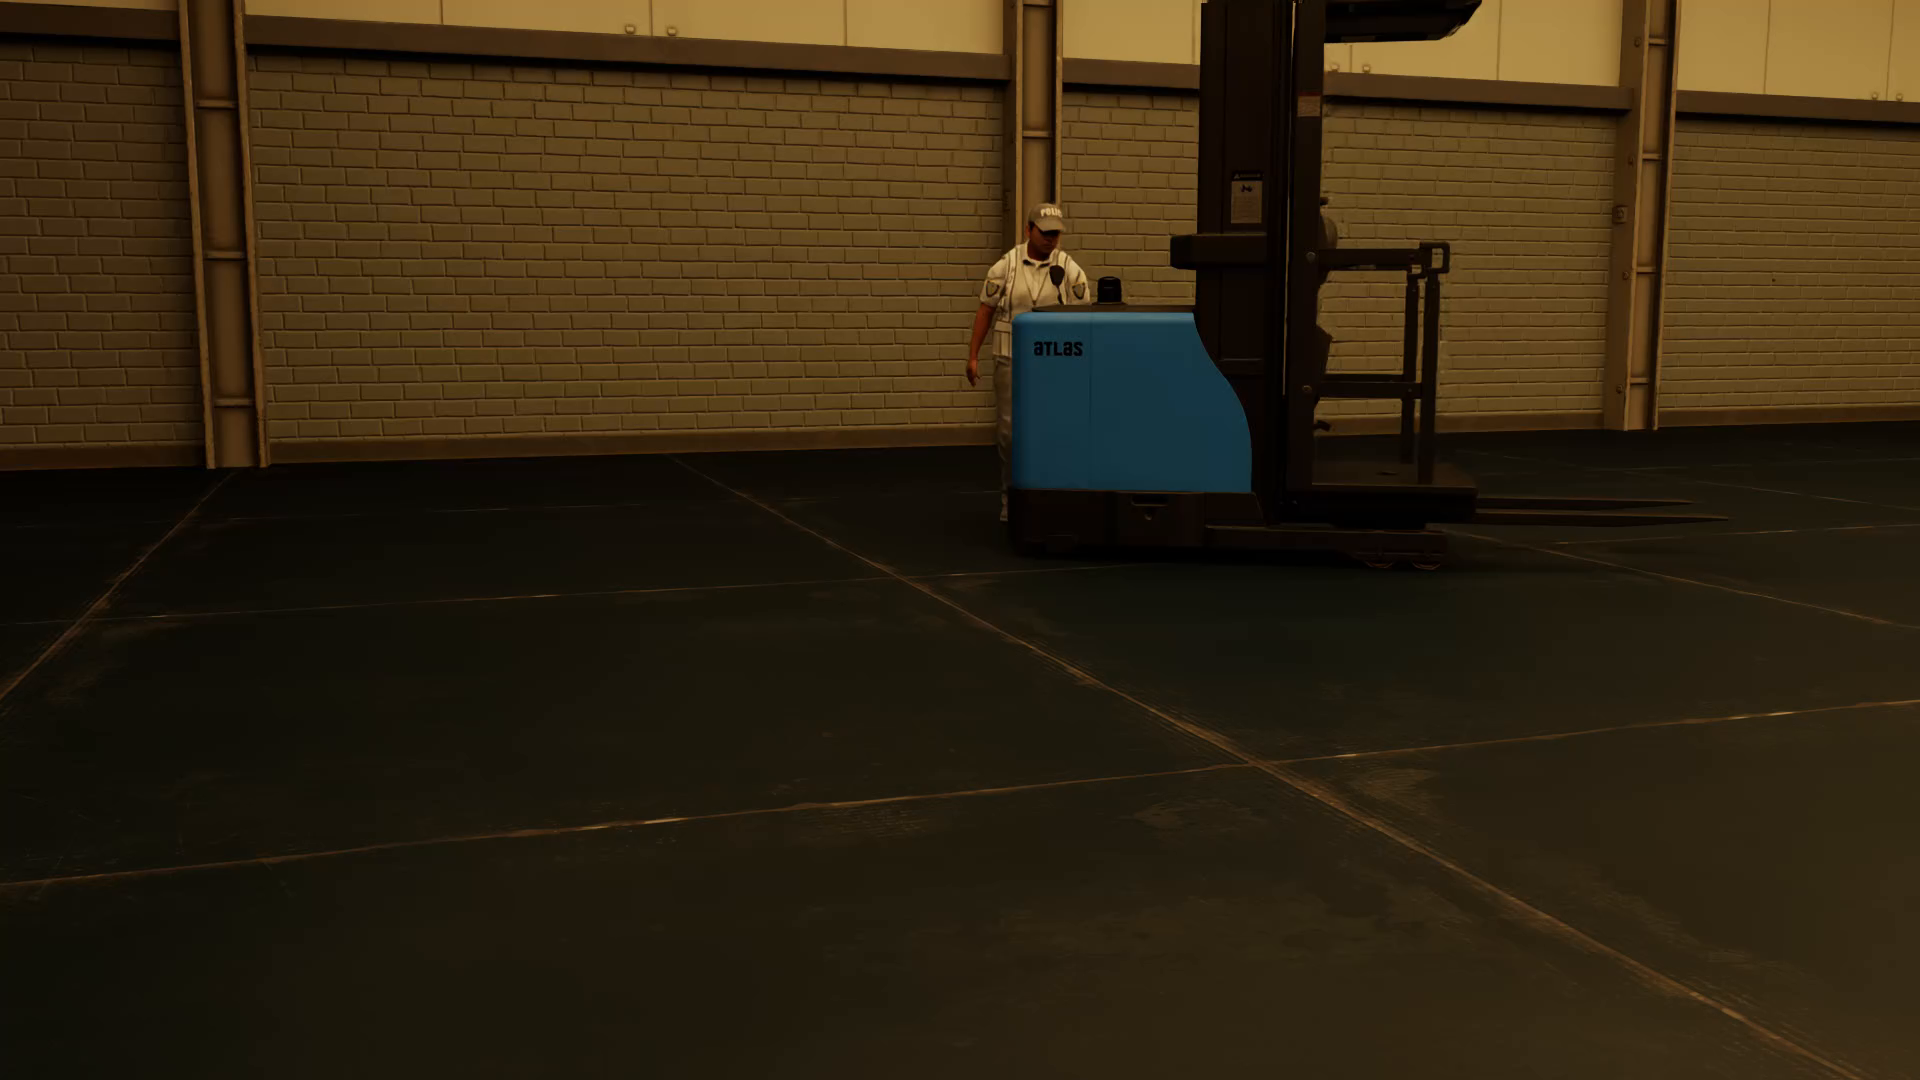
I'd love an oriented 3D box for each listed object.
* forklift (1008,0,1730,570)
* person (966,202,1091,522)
[{"bbox_3d":[1.780,-1.402,7.356,3.031,2.935,1.130,1,8,10],"label":"forklift"},{"bbox_3d":[0.436,-0.907,8.589,0.816,1.637,0.470,0,8,1],"label":"person"}]
